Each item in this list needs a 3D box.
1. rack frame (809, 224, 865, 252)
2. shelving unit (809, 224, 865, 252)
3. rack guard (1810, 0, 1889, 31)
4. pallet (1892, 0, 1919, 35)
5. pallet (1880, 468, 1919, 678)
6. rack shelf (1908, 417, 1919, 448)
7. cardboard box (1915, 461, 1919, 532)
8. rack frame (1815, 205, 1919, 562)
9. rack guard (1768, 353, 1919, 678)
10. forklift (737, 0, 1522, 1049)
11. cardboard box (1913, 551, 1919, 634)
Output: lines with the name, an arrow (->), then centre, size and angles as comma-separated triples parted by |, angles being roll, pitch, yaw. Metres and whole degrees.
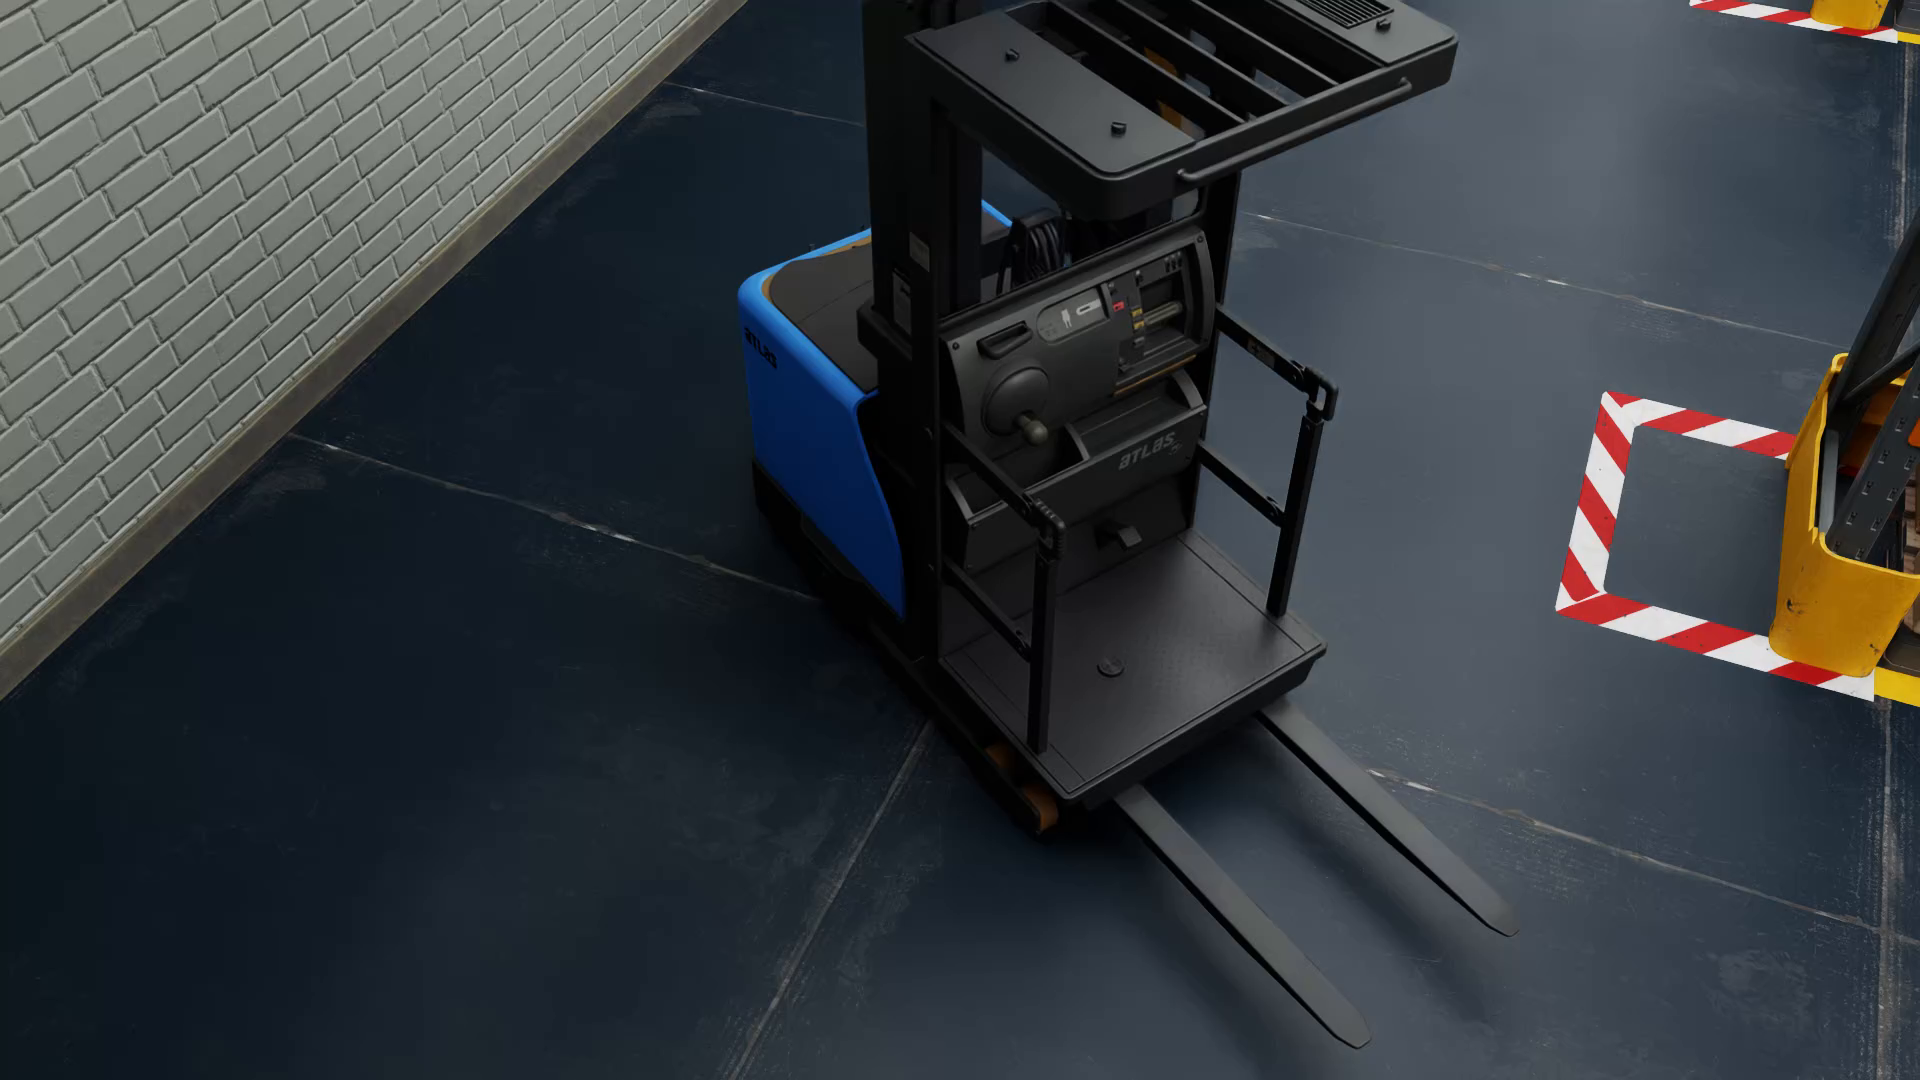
rack frame -> -0.451, -0.802, 6.418 | 0.240, 0.900, 0.006 | -26, 51, -24
shelving unit -> -0.392, -0.744, 6.359 | 0.258, 0.900, 0.210 | -26, 51, -24
rack guard -> 5.037, -3.354, 9.266 | 0.348, 0.500, 1.175 | 16, 47, 16
pallet -> 5.810, -3.004, 9.120 | 1.213, 0.211, 1.003 | 16, 47, 16
pallet -> 3.960, 0.207, 5.893 | 1.213, 0.211, 1.003 | 16, 47, 16
rack shelf -> 5.000, -0.220, 4.855 | 4.000, 0.370, 1.077 | 16, 47, 16
cardboard box -> 3.750, -0.301, 5.886 | 0.500, 0.500, 0.500 | 16, 47, 16
rack frame -> 3.154, -1.018, 5.147 | 0.127, 3.000, 1.000 | 16, 47, 16
rack guard -> 3.224, -0.112, 6.008 | 0.348, 0.500, 1.175 | 16, 47, 16
forklift -> 0.487, -0.500, 4.674 | 1.130, 2.935, 3.031 | -26, 51, -24
cardboard box -> 3.408, 0.174, 5.658 | 0.250, 0.149, 0.380 | 16, 47, 16
